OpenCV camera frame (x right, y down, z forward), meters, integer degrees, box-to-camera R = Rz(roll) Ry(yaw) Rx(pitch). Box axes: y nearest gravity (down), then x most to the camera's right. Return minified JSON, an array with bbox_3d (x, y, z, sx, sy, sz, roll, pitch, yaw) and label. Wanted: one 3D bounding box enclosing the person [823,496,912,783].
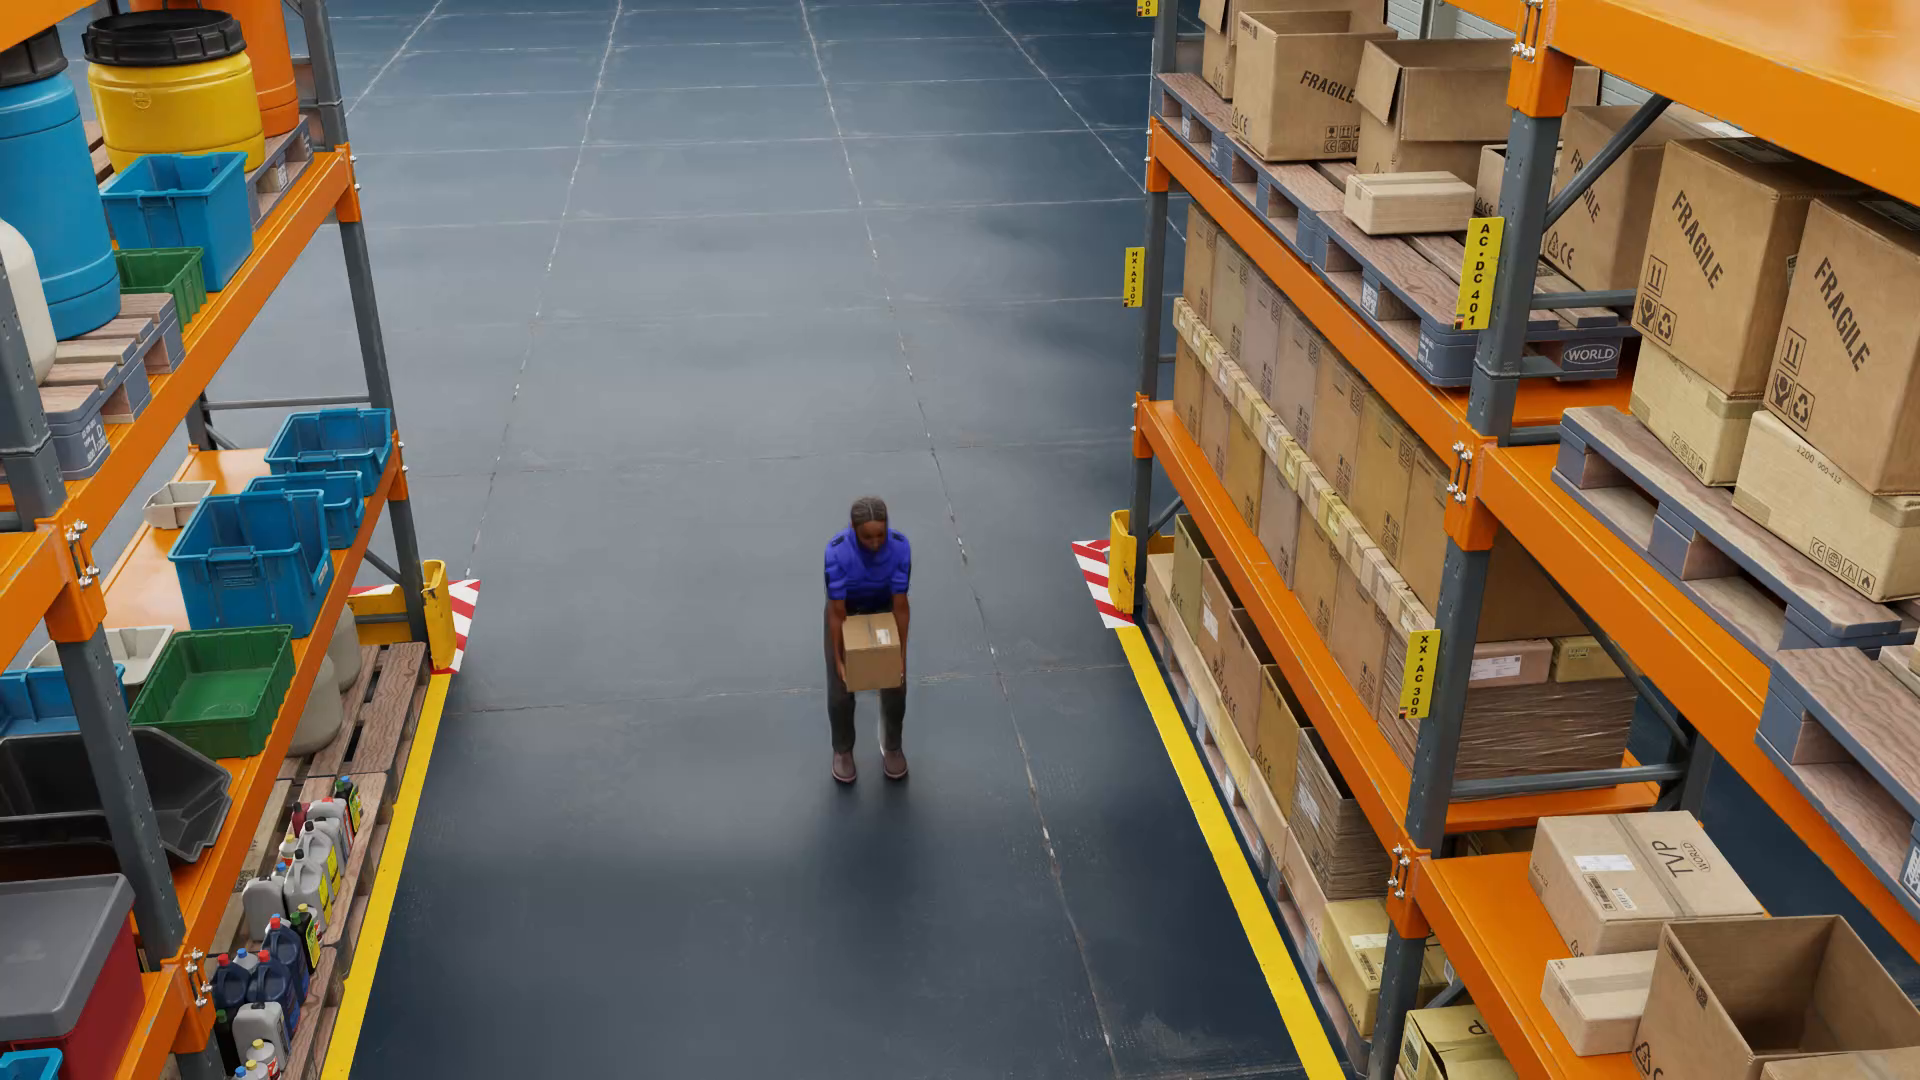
[{"bbox_3d":[-0.432,0.452,7.834,0.410,1.590,0.557,-4,28,-8],"label":"person"}]
